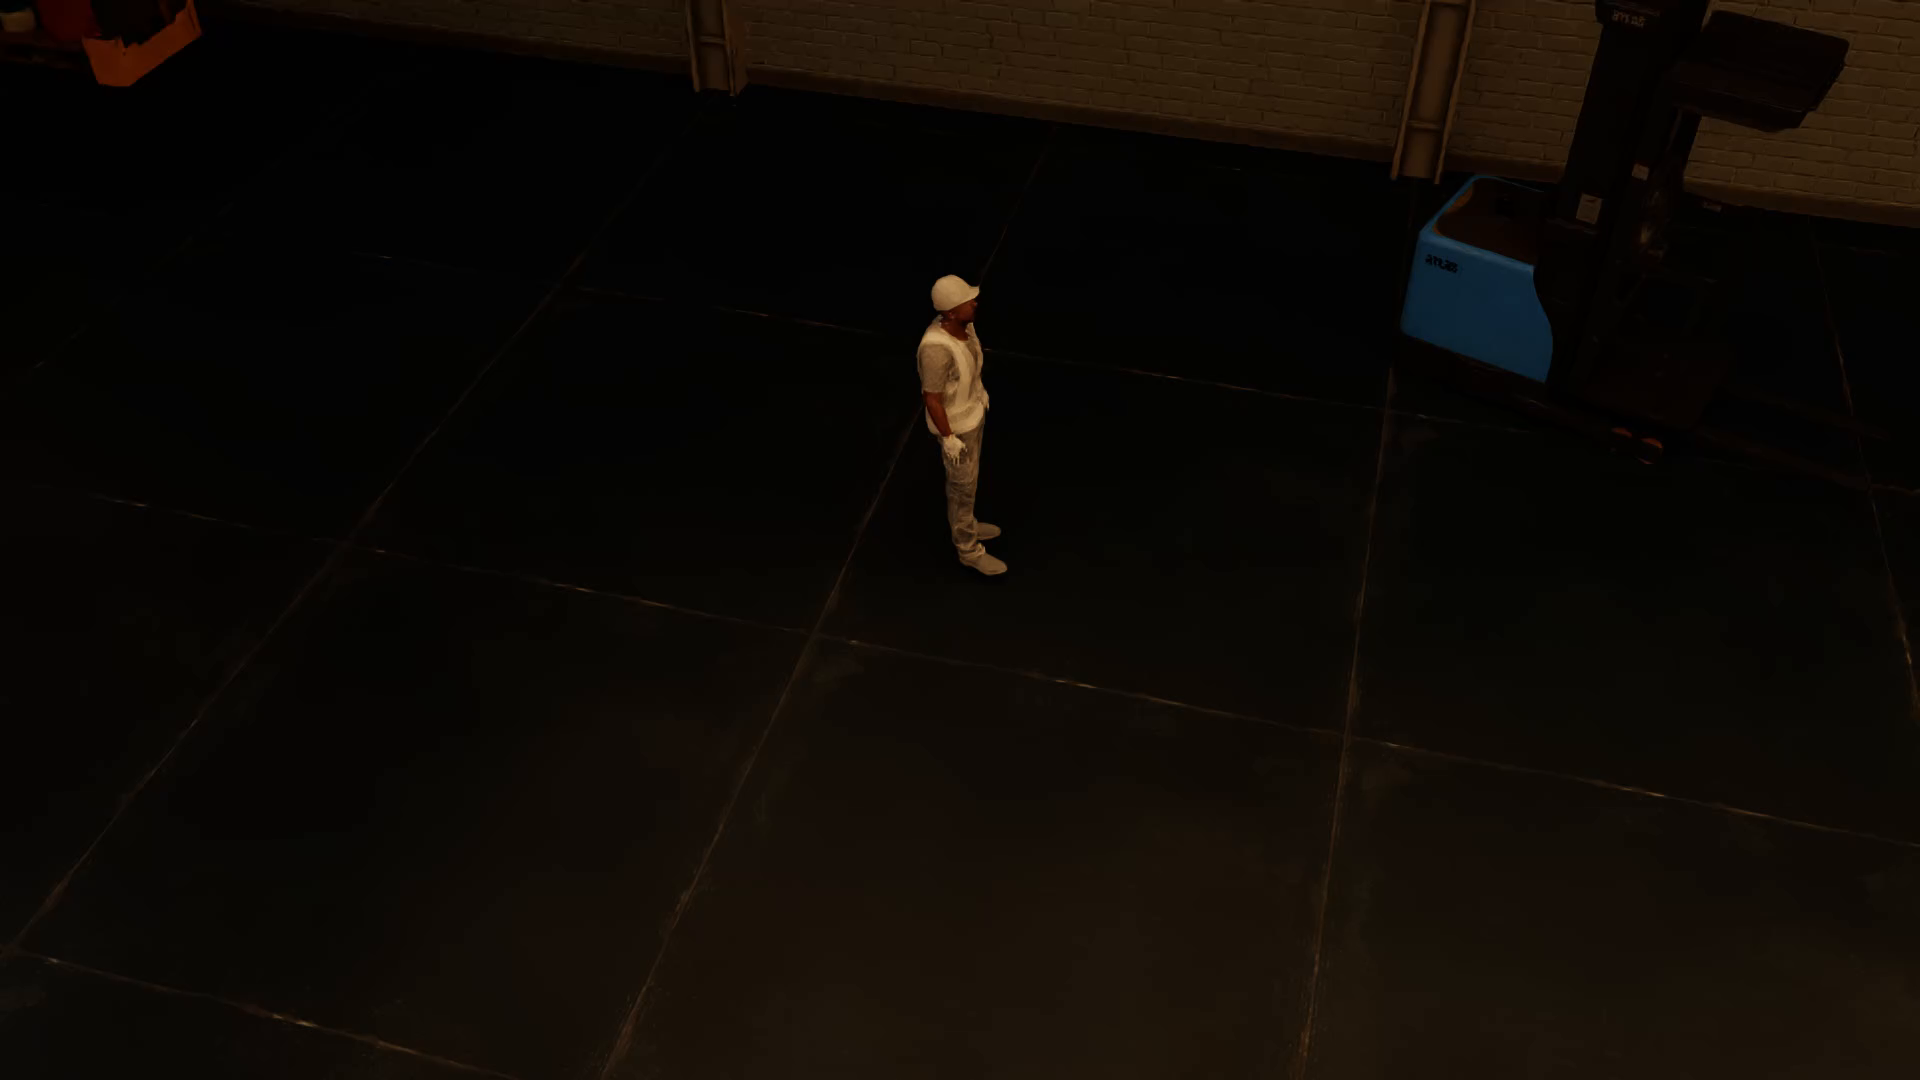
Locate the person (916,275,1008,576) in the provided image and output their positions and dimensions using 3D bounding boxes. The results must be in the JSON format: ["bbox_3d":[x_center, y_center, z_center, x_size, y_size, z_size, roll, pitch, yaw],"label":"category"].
[{"bbox_3d":[0.067,-0.688,9.447,0.576,1.781,0.655,10,42,11],"label":"person"}]

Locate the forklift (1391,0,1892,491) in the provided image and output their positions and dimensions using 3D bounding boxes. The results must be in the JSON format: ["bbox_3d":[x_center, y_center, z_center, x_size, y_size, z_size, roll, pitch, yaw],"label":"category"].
[{"bbox_3d":[4.455,-1.990,10.131,3.031,2.935,1.130,25,47,26],"label":"forklift"}]
